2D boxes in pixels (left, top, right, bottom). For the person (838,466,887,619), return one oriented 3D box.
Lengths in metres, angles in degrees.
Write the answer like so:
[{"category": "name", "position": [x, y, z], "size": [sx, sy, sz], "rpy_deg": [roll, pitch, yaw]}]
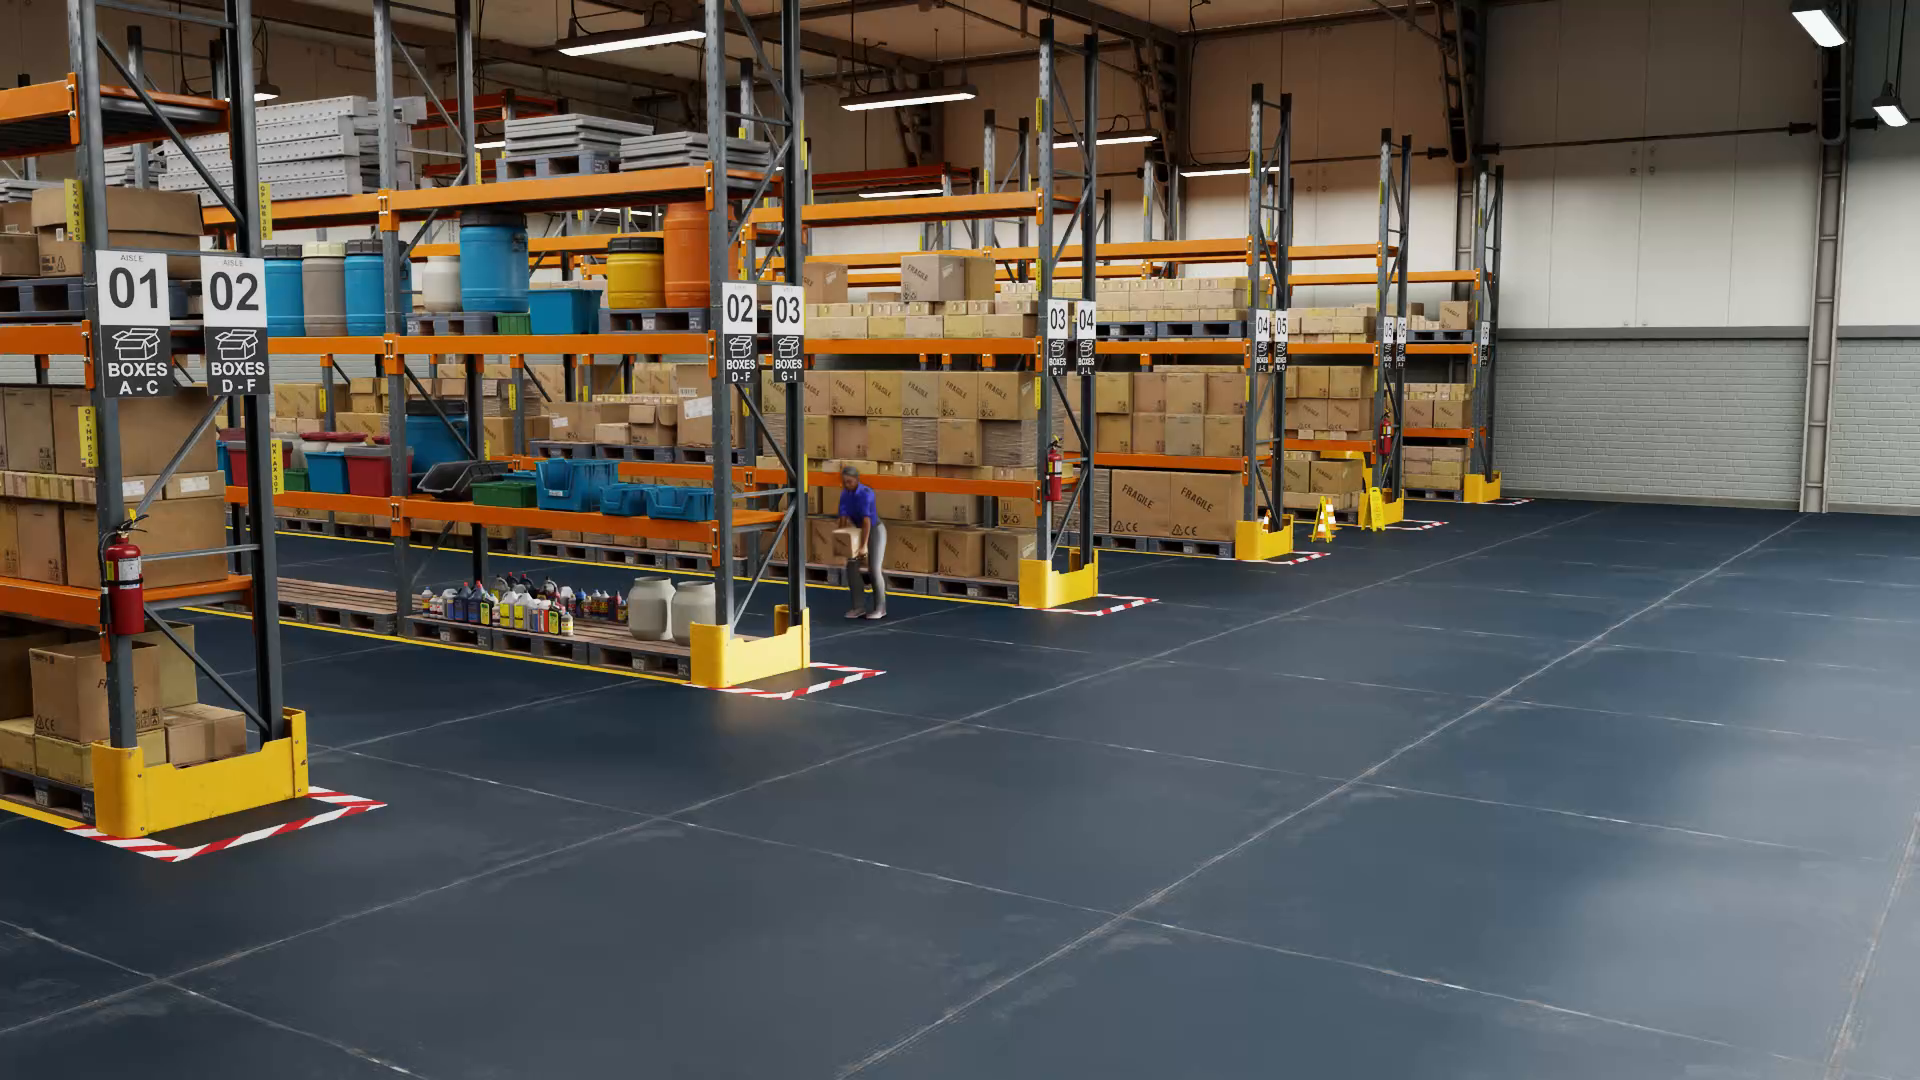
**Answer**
[{"category": "person", "position": [-0.989, 0.022, 16.631], "size": [0.407, 1.550, 0.596], "rpy_deg": [4, 8, 32]}]
